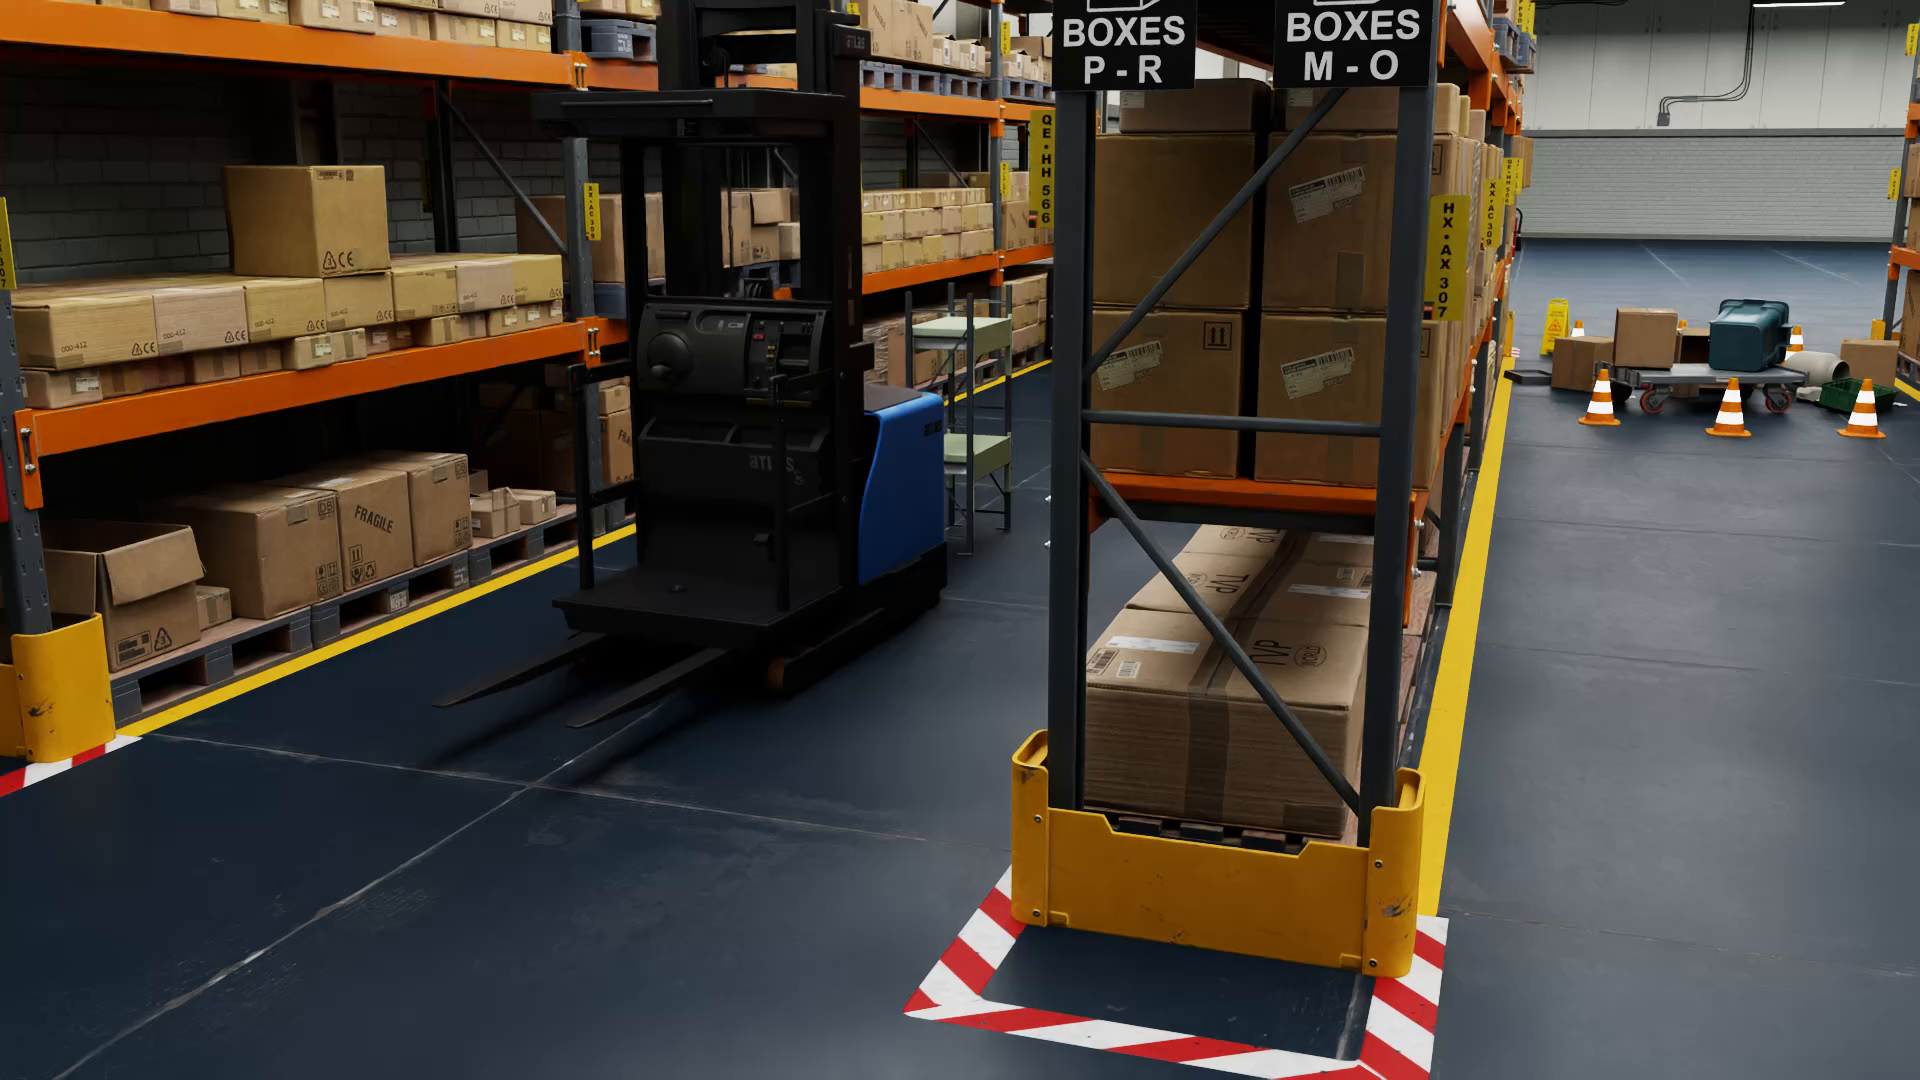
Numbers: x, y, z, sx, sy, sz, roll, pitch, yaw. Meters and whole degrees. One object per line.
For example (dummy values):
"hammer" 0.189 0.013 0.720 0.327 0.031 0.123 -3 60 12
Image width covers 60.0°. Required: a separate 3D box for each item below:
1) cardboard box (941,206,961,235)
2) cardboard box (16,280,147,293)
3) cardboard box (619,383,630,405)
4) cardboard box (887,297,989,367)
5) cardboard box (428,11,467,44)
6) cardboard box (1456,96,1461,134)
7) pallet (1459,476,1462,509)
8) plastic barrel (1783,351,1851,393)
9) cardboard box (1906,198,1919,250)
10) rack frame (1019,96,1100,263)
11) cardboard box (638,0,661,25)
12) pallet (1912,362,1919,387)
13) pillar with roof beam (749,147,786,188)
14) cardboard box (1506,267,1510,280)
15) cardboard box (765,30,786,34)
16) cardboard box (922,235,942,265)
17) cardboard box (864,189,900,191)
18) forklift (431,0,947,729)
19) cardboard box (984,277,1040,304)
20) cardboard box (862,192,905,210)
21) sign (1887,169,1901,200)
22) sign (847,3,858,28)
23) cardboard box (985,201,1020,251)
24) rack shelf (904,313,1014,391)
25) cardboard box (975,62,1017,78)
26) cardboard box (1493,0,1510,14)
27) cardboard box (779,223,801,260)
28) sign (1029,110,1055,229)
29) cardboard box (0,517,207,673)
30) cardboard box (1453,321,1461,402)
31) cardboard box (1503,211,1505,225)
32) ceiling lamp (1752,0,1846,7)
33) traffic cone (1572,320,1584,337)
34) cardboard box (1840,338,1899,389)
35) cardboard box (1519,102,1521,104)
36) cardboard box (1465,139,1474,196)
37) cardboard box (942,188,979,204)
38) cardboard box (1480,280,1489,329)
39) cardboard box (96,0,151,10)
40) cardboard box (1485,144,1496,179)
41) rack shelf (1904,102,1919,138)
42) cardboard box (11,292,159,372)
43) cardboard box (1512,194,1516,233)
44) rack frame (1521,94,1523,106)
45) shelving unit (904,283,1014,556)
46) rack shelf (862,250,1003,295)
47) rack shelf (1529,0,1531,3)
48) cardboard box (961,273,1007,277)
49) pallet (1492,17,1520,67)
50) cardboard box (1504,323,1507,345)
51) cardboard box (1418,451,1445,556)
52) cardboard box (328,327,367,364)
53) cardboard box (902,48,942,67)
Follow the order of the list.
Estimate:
"cardboard box" -0.310 -3.035 15.760 0.500 0.250 0.500 5 14 20
"cardboard box" -3.879 -0.972 7.176 0.500 0.250 0.500 4 14 19
"cardboard box" -2.267 -0.941 10.585 0.380 0.149 0.250 4 13 17
"cardboard box" -0.221 -2.139 17.011 0.875 0.625 0.625 5 14 21
"cardboard box" -2.749 -2.603 8.473 0.380 0.149 0.250 4 14 18
"cardboard box" 1.563 -1.499 5.884 0.380 0.149 0.250 4 14 19
"pallet" 2.618 -0.228 10.512 1.003 0.211 1.213 4 14 18
"plastic barrel" 8.268 -1.604 16.065 0.421 0.421 0.512 -8 15 -30
"cardboard box" 10.569 -3.345 17.565 0.875 0.550 0.550 4 14 18
"rack frame" 1.232 -4.045 20.969 1.000 3.000 0.127 4 14 18
"cardboard box" -1.909 -3.305 10.384 0.380 0.149 0.250 5 14 19
"pallet" 10.065 -1.564 16.365 1.003 0.211 1.213 4 14 18
"pillar with roof beam" 2.286 -5.315 13.050 9.100 9.000 0.400 4 14 18
"cardboard box" 5.691 -2.857 17.855 0.380 0.149 0.250 5 14 21
"cardboard box" -1.494 -3.690 12.114 0.380 0.149 0.250 4 14 18
"cardboard box" -0.485 -2.687 15.356 0.500 0.250 0.500 5 14 20
"cardboard box" -0.765 -3.298 16.014 0.380 0.149 0.250 4 14 18
"forklift" -1.104 -0.873 7.225 1.130 2.935 3.031 5 14 22
"cardboard box" 0.566 -2.741 18.243 0.500 0.250 0.500 4 14 18
"cardboard box" -0.705 -2.995 14.685 0.380 0.149 0.250 5 14 19
"sign" 10.123 -3.855 18.014 0.100 0.325 0.005 4 14 18
"sign" -0.844 -4.035 13.025 0.100 0.325 0.005 4 14 18
"cardboard box" 0.328 -3.326 17.595 0.500 0.500 0.500 4 13 17
"rack shelf" 0.002 -1.113 9.740 0.431 0.370 0.720 4 14 18
"cardboard box" 0.370 -4.869 17.233 0.380 0.149 0.250 5 14 20
"cardboard box" 2.788 -2.956 9.039 0.380 0.166 0.250 3 13 15
"cardboard box" -1.392 -2.247 12.483 0.500 0.250 0.500 4 13 16
"sign" 0.244 -1.041 4.675 0.100 0.325 0.005 4 14 18
"cardboard box" -3.657 0.214 6.974 0.797 0.503 0.637 4 13 16
"cardboard box" 1.645 -0.770 6.394 0.500 0.500 0.500 5 14 20
"cardboard box" 4.703 -3.131 15.127 0.500 0.500 0.500 4 13 17
"ceiling lamp" 20.097 -14.363 39.574 2.000 3.185 0.800 4 14 18
"traffic cone" 7.011 -2.268 18.885 0.336 0.463 0.334 4 14 18
"cardboard box" 8.883 -1.694 16.282 0.500 0.500 0.500 7 15 28
"cardboard box" 5.624 -4.606 17.252 0.380 0.149 0.250 4 14 18
"cardboard box" 1.658 -1.260 6.294 0.500 0.500 0.500 4 14 19
"cardboard box" -0.029 -3.424 16.567 0.380 0.149 0.250 4 13 18
"cardboard box" 2.786 -1.378 9.622 0.500 0.250 0.500 4 14 18
"cardboard box" -3.463 -2.176 6.605 0.380 0.149 0.250 4 14 19
"cardboard box" 2.461 -1.770 8.529 0.500 0.500 0.500 5 14 19
"rack shelf" 9.999 -4.044 15.840 1.077 0.370 4.000 4 14 18
"cardboard box" -3.543 -0.824 6.526 0.500 0.250 0.500 4 14 19
"cardboard box" 5.848 -3.643 18.314 0.500 0.500 0.500 4 14 19
"rack frame" 5.930 -3.688 19.406 1.000 3.000 0.127 4 14 18
"shelving unit" 0.002 -0.733 9.827 0.431 1.500 0.755 4 14 18
"rack shelf" -0.709 -2.431 15.514 1.077 0.370 4.000 4 14 18
"rack shelf" 5.283 -5.840 16.974 1.077 0.370 4.000 4 14 18
"cardboard box" 0.240 -2.885 18.876 0.500 0.250 0.500 4 14 19
"pallet" 2.824 -2.999 10.071 1.003 0.211 1.213 5 14 21
"cardboard box" 5.915 -2.358 18.813 0.500 0.250 0.500 4 14 18
"cardboard box" 2.172 -0.467 9.123 0.875 0.875 0.875 5 14 20
"cardboard box" -3.049 -0.928 7.876 0.380 0.149 0.250 5 14 20
"cardboard box" -0.380 -4.380 15.093 0.380 0.149 0.250 4 14 18
